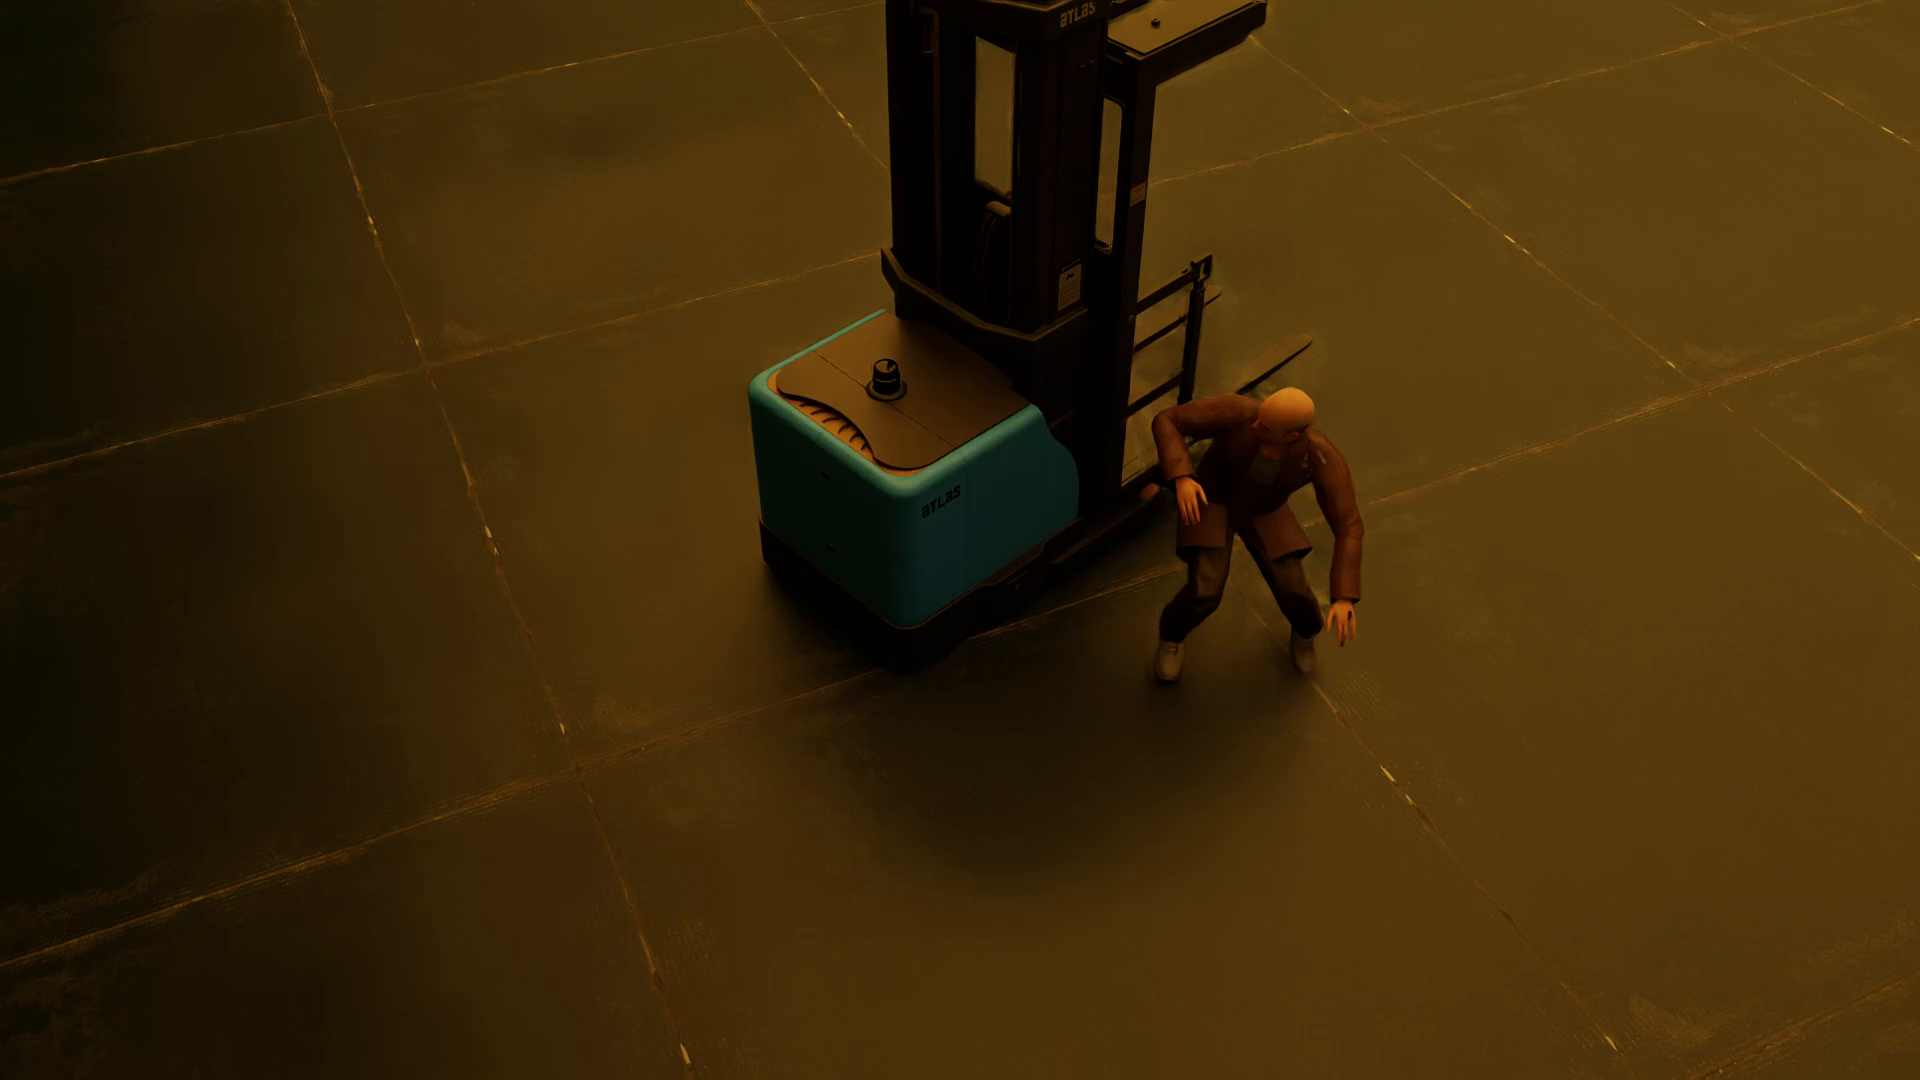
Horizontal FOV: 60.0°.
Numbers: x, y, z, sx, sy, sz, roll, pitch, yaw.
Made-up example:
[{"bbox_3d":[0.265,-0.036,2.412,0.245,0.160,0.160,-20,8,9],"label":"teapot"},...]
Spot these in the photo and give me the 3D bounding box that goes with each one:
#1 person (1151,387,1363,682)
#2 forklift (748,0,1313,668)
[{"bbox_3d":[1.163,0.040,6.731,0.847,1.496,0.913,4,43,4],"label":"person"},{"bbox_3d":[0.506,-1.411,7.192,3.031,2.935,1.130,-33,52,-30],"label":"forklift"}]
